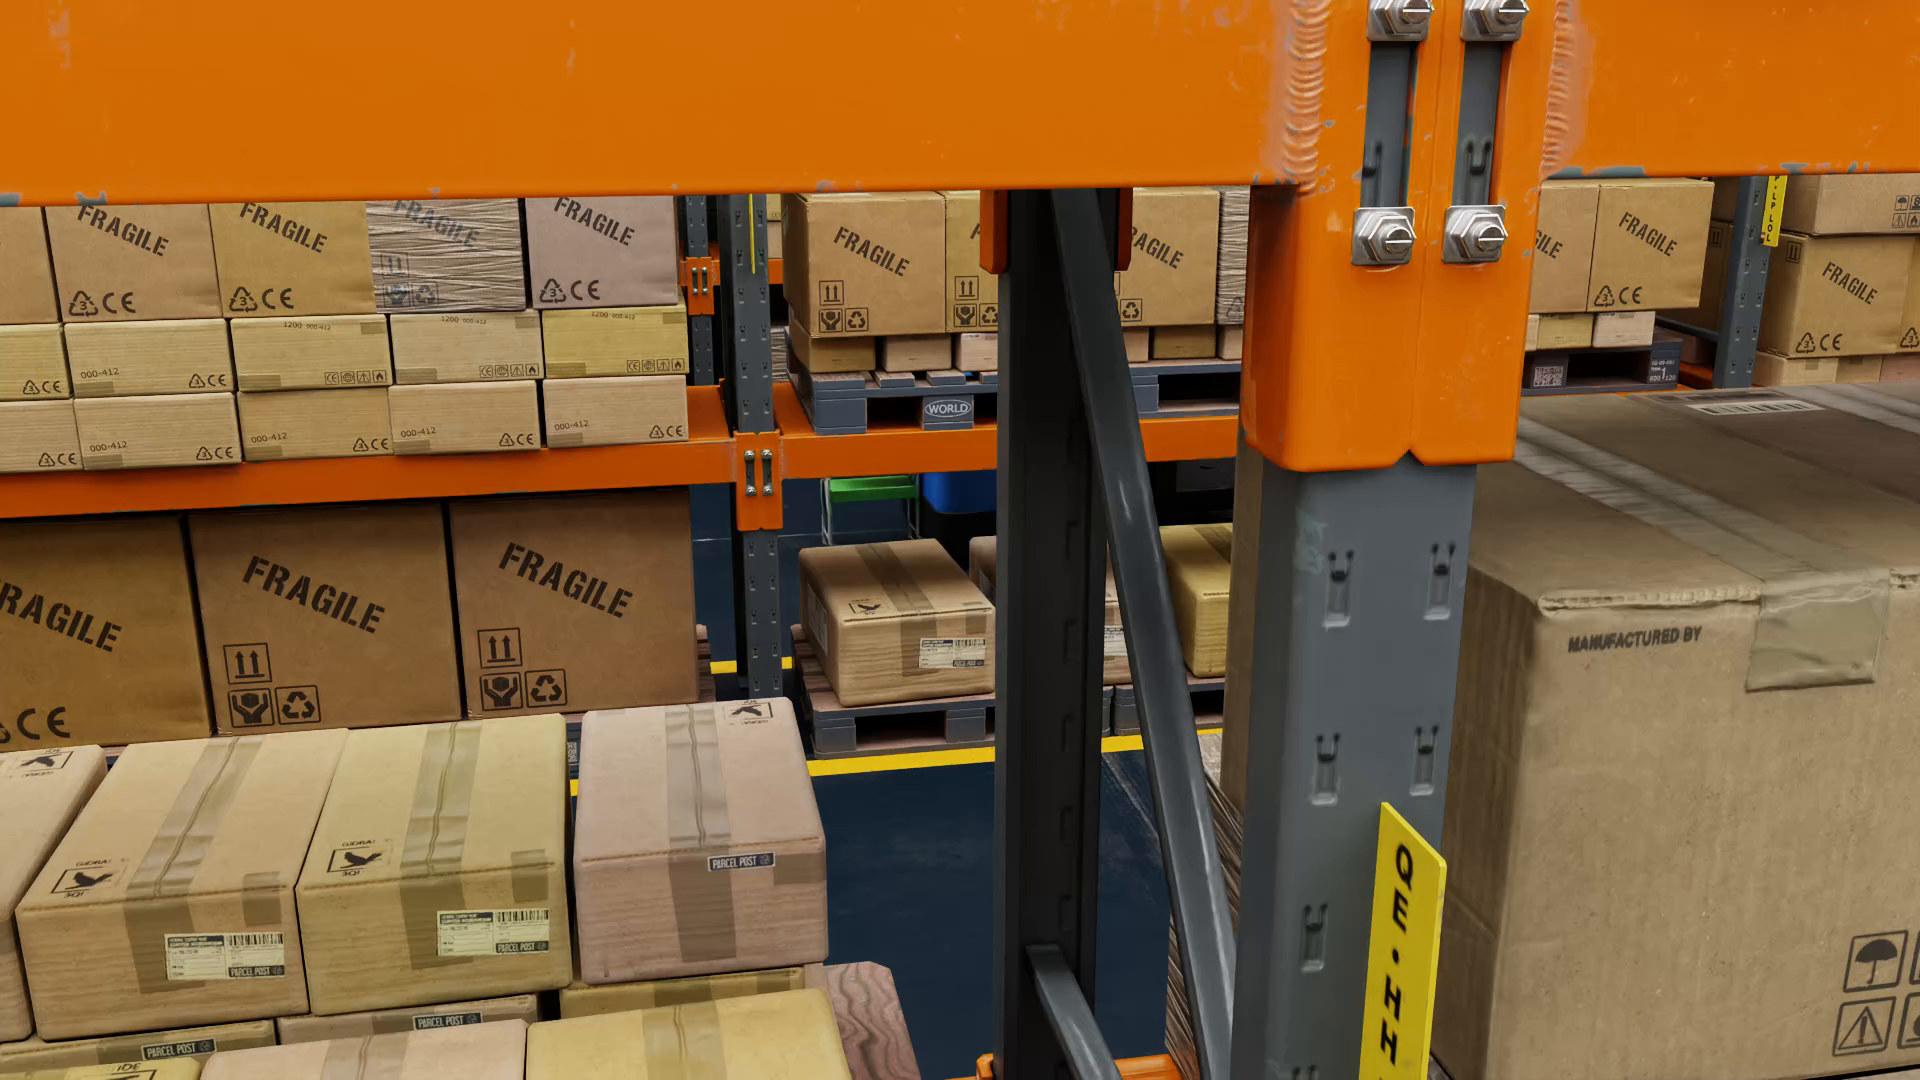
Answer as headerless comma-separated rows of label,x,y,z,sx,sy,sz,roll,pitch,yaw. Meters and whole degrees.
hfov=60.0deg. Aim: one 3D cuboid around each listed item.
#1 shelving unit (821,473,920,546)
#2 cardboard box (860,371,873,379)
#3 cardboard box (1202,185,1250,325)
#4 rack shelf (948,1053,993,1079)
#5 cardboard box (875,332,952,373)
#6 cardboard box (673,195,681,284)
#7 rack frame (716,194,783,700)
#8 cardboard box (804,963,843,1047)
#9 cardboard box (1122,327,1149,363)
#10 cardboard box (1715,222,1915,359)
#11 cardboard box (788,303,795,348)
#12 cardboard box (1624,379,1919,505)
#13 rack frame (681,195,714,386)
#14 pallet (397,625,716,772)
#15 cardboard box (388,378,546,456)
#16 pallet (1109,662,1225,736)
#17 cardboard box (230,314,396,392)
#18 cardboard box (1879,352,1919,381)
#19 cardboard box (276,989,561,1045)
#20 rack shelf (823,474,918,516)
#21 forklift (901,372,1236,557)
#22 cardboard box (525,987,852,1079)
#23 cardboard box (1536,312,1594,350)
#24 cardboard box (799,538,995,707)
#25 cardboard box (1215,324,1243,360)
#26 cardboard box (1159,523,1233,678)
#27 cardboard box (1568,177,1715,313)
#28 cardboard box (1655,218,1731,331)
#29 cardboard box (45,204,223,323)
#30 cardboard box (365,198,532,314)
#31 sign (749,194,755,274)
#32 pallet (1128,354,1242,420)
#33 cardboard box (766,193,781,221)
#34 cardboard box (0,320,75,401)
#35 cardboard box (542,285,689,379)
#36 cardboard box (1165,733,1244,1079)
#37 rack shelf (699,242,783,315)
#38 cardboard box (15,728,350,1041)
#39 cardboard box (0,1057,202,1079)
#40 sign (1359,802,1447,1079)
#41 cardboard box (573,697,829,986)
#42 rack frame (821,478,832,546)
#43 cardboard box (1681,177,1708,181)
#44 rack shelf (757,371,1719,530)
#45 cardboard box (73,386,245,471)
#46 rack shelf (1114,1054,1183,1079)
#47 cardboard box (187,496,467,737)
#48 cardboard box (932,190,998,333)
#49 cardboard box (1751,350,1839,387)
shelving unit,-0.494,-0.539,9.025,0.503,1.200,0.258,-4,18,-13
cardboard box,-0.527,-1.271,11.669,0.625,0.625,0.875,-3,17,-9
cardboard box,1.172,-1.142,6.529,0.500,0.500,0.500,-4,18,-13
rack shelf,-1.762,1.172,1.613,4.000,0.370,1.077,-3,17,-10
cardboard box,-0.199,-0.756,6.377,0.250,0.149,0.380,-4,18,-14
cardboard box,-1.368,-1.274,6.476,0.500,0.500,0.500,-4,17,-12
rack frame,-0.837,-0.705,6.498,0.127,3.000,1.000,-3,17,-10
cardboard box,-0.276,0.603,1.954,0.250,0.149,0.380,-3,17,-11
cardboard box,0.575,-0.803,6.531,0.250,0.149,0.380,-2,17,-7
cardboard box,3.575,-1.062,6.983,0.500,0.500,0.500,-3,17,-11
cardboard box,-0.560,-0.872,6.753,0.250,0.149,0.380,-3,17,-8
cardboard box,1.140,0.140,1.874,0.500,0.500,0.700,-3,17,-11
rack frame,-1.782,-2.136,11.156,0.127,3.000,1.000,-3,17,-10
pallet,-1.625,0.650,6.835,1.213,0.211,1.003,-3,17,-10
cardboard box,-1.783,-0.497,6.077,0.500,0.250,0.500,-3,17,-9
pallet,1.126,0.518,7.265,1.213,0.211,1.003,-3,17,-10
cardboard box,-2.266,-0.708,5.912,0.500,0.250,0.500,-4,17,-12
cardboard box,3.954,-0.785,7.187,0.250,0.149,0.380,-3,17,-11
cardboard box,-0.577,0.478,1.851,0.250,0.149,0.380,-2,17,-8
rack shelf,-0.494,-0.249,9.114,0.480,0.148,0.258,-4,18,-13
forklift,1.232,-1.487,9.161,3.031,2.935,1.130,-4,18,-13
cardboard box,-0.193,0.511,1.239,0.250,0.149,0.380,-4,18,-13
cardboard box,2.375,-0.890,6.815,0.250,0.149,0.380,-4,17,-12
cardboard box,-0.280,0.322,6.915,0.625,0.372,0.950,-4,18,-14
cardboard box,1.113,-0.826,6.605,0.250,0.149,0.380,-3,17,-9
cardboard box,1.188,0.238,7.188,0.625,0.372,0.950,-3,17,-9
cardboard box,2.680,-1.226,6.804,0.500,0.500,0.500,-4,17,-11
cardboard box,3.479,-1.214,7.479,0.500,0.500,0.500,-4,17,-12
cardboard box,-2.784,-1.044,5.727,0.500,0.500,0.500,-4,17,-11
cardboard box,-1.797,-1.095,5.896,0.500,0.500,0.500,-3,17,-9
sign,-0.728,-1.098,5.807,0.005,0.325,0.100,-3,17,-10
pallet,1.099,-0.735,6.923,1.213,0.211,1.003,-3,17,-10
cardboard box,-1.296,-2.250,10.932,0.500,0.250,0.500,-3,17,-11
cardboard box,-3.272,-0.650,5.723,0.500,0.250,0.500,-3,17,-10
cardboard box,-1.264,-0.772,6.120,0.500,0.250,0.500,-3,17,-11
cardboard box,0.593,0.566,2.189,0.500,0.500,0.500,-3,17,-10
rack shelf,0.181,-1.903,11.624,4.000,0.370,1.077,-3,17,-10
cardboard box,-0.794,0.350,1.764,0.250,0.149,0.380,-3,17,-11
cardboard box,-0.697,0.539,1.148,0.250,0.149,0.380,-3,17,-9
sign,0.313,0.357,1.204,0.005,0.325,0.100,-3,17,-10
cardboard box,-0.294,0.322,1.855,0.250,0.149,0.380,-3,17,-10
rack frame,-0.731,-0.523,8.971,0.015,1.200,0.240,-4,18,-13
cardboard box,5.128,-2.500,12.171,0.500,0.500,0.500,-3,17,-9
rack shelf,1.127,-0.472,6.966,4.000,0.370,1.077,-3,17,-10
cardboard box,-2.776,-0.437,5.882,0.500,0.250,0.500,-4,17,-11
rack shelf,2.165,0.949,2.338,4.000,0.370,1.077,-3,17,-10
cardboard box,-2.407,0.173,6.543,0.875,0.875,0.875,-3,17,-10
cardboard box,0.159,-1.085,6.343,0.500,0.500,0.500,-2,17,-8
cardboard box,3.460,-0.733,7.016,0.250,0.149,0.380,-3,17,-11
